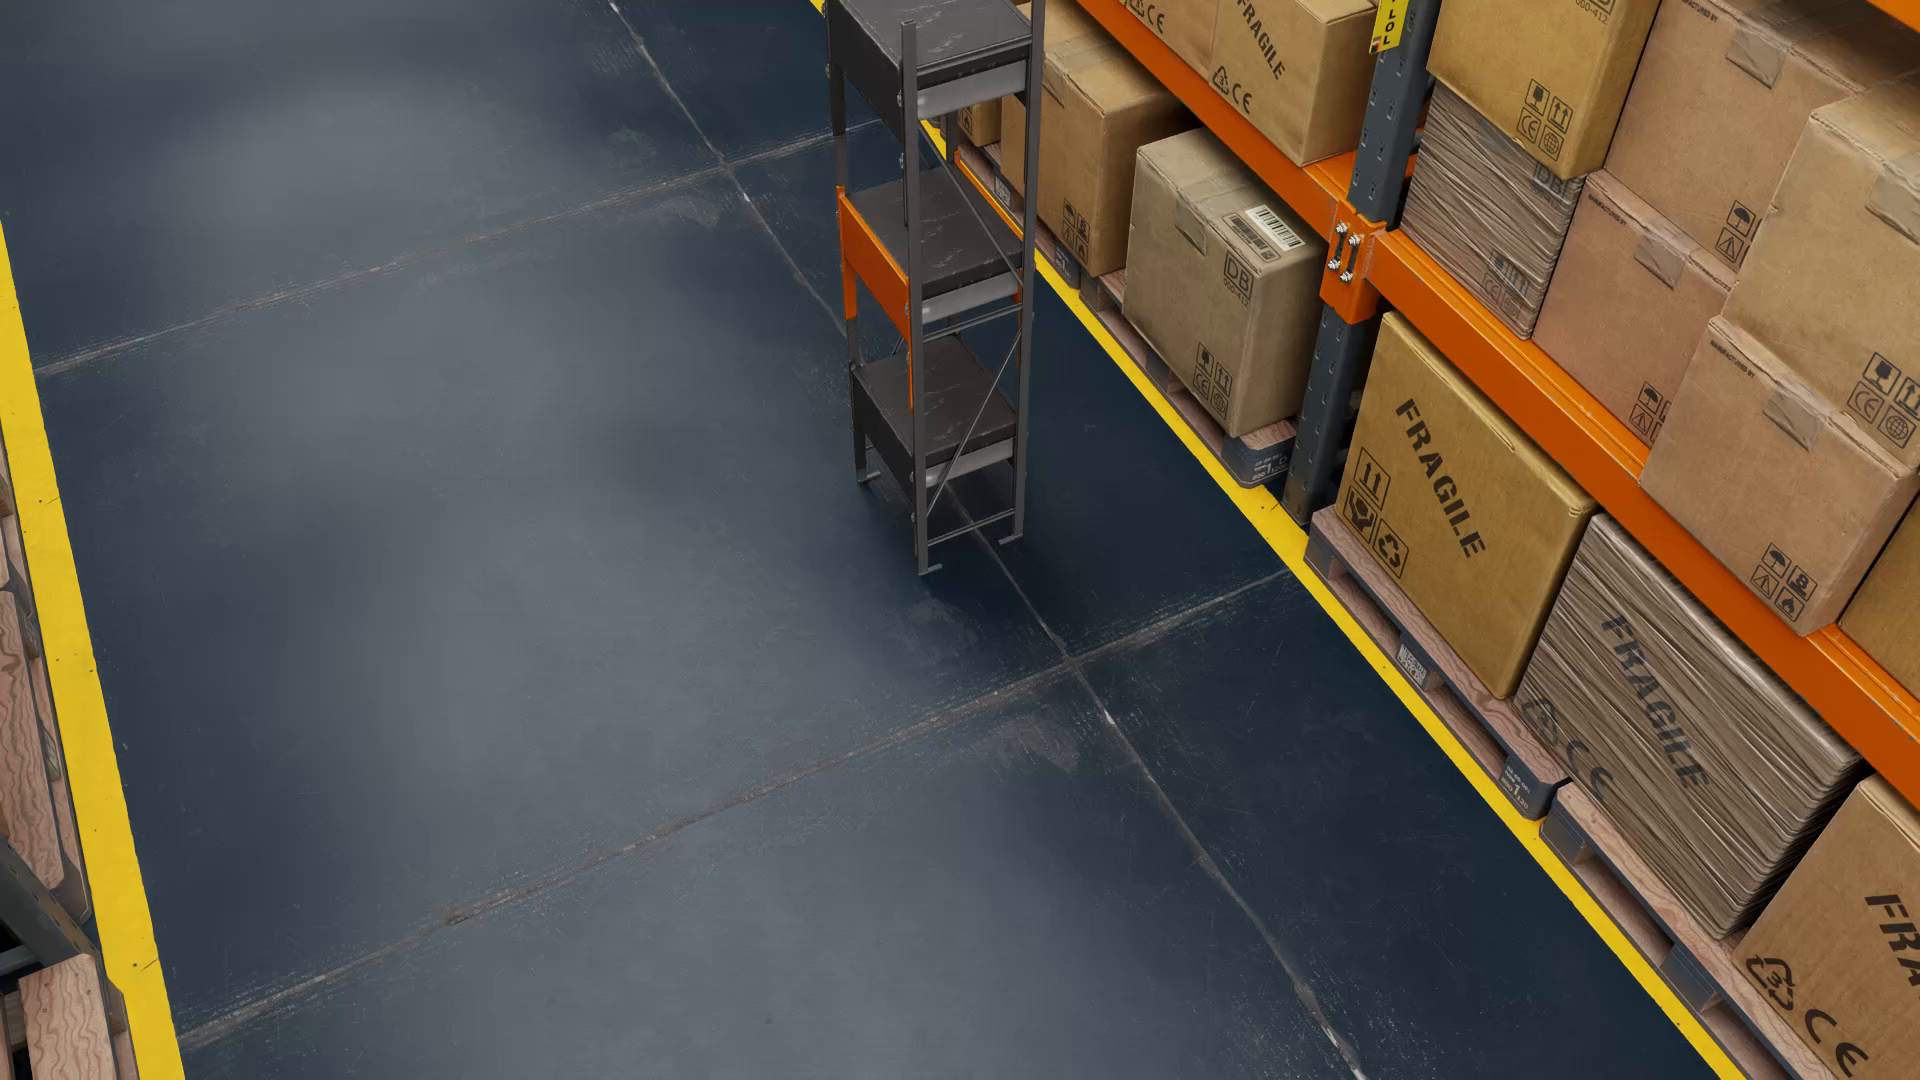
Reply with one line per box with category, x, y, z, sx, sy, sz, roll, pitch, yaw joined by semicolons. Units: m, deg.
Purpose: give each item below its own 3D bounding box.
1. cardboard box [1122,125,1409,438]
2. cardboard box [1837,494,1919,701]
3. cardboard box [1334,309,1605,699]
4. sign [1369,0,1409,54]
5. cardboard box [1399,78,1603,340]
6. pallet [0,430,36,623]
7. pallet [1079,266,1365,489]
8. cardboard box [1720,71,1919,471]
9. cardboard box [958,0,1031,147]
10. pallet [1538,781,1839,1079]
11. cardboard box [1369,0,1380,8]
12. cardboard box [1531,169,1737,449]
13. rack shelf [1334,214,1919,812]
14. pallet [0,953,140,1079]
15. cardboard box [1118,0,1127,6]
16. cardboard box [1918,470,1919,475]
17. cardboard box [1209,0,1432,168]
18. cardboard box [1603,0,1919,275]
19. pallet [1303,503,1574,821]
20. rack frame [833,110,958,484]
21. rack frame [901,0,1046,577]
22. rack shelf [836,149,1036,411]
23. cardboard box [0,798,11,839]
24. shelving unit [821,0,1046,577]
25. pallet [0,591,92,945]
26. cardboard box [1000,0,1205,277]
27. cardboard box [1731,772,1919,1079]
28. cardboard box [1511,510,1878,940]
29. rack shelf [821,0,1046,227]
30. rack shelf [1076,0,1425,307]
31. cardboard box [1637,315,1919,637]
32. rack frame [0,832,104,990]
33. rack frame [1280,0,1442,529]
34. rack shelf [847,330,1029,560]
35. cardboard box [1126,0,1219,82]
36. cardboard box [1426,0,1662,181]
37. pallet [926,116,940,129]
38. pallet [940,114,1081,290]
cardboard box;1.236;-1.024;5.868;1.050;0.750;0.750;-21;52;-18
cardboard box;2.525;0.034;3.627;0.875;0.550;0.500;-21;52;-18
cardboard box;1.825;-0.235;5.095;0.875;0.875;0.875;-20;52;-17
sign;1.122;-1.403;4.268;0.100;0.325;0.005;-21;52;-18
cardboard box;1.779;-1.048;4.574;0.875;0.550;0.550;-21;52;-18
pallet;-3.777;-0.021;5.628;1.003;0.211;1.213;-21;52;-18
pallet;1.180;-0.814;6.322;1.003;0.211;1.213;-21;52;-18
cardboard box;2.218;-0.651;3.509;0.875;0.550;0.550;-21;52;-18
cardboard box;0.371;-2.294;6.979;1.050;0.750;0.750;-20;52;-17
pallet;2.440;1.030;4.709;1.003;0.211;1.213;-21;52;-18
cardboard box;1.367;-1.934;4.718;0.700;0.500;0.500;-22;52;-18
cardboard box;2.051;-0.688;4.259;0.875;0.550;0.550;-21;52;-18
rack shelf;2.515;0.334;3.943;1.077;0.370;4.000;-21;52;-18
pallet;-2.518;1.755;4.075;1.003;0.211;1.213;-21;52;-18
cardboard box;0.661;-2.208;5.622;0.500;0.500;0.500;-21;52;-17
cardboard box;2.467;-0.299;3.201;0.875;0.550;0.500;-21;52;-18
cardboard box;1.123;-1.532;5.030;0.500;0.500;0.500;-21;52;-18
cardboard box;2.093;-1.059;3.867;0.875;0.550;0.550;-21;52;-18
pallet;1.878;0.212;5.424;1.003;0.211;1.213;-21;52;-18
rack frame;-0.187;-0.965;5.199;0.400;2.100;0.015;-21;52;-18
rack frame;0.036;-0.639;4.914;0.400;2.100;0.015;-21;52;-18
rack shelf;-0.076;-0.793;5.067;0.431;0.518;0.480;-21;52;-18
cardboard box;-3.119;0.659;4.549;0.700;0.500;0.500;-25;53;-20
shelving unit;-0.076;-0.802;5.057;0.431;2.100;0.503;-21;52;-18
pallet;-3.214;0.797;4.913;1.003;0.211;1.213;-21;52;-18
cardboard box;0.798;-1.670;6.434;1.050;0.750;0.750;-21;52;-18
cardboard box;2.657;0.978;4.035;0.875;0.875;0.875;-22;52;-18
cardboard box;2.241;0.367;4.569;0.875;0.875;0.875;-21;52;-17
rack shelf;-0.076;-1.254;4.540;0.431;0.518;0.480;-21;52;-18
rack shelf;0.685;-2.343;6.285;1.077;0.370;4.000;-21;52;-18
cardboard box;2.193;-0.286;3.907;0.875;0.550;0.550;-21;52;-18
rack frame;-2.857;0.399;3.408;1.000;3.000;0.127;-21;52;-18
rack frame;1.600;-1.241;4.843;1.000;3.000;0.127;-21;52;-18
rack shelf;-0.076;-0.332;5.594;0.431;0.518;0.480;-21;52;-18
cardboard box;0.892;-1.870;5.326;0.500;0.500;0.500;-22;52;-18
cardboard box;1.738;-1.388;4.154;0.875;0.550;0.550;-21;52;-18
pallet;0.063;-2.447;7.750;1.003;0.211;1.213;-21;52;-18
pallet;0.617;-1.631;7.037;1.003;0.211;1.213;-21;52;-18
